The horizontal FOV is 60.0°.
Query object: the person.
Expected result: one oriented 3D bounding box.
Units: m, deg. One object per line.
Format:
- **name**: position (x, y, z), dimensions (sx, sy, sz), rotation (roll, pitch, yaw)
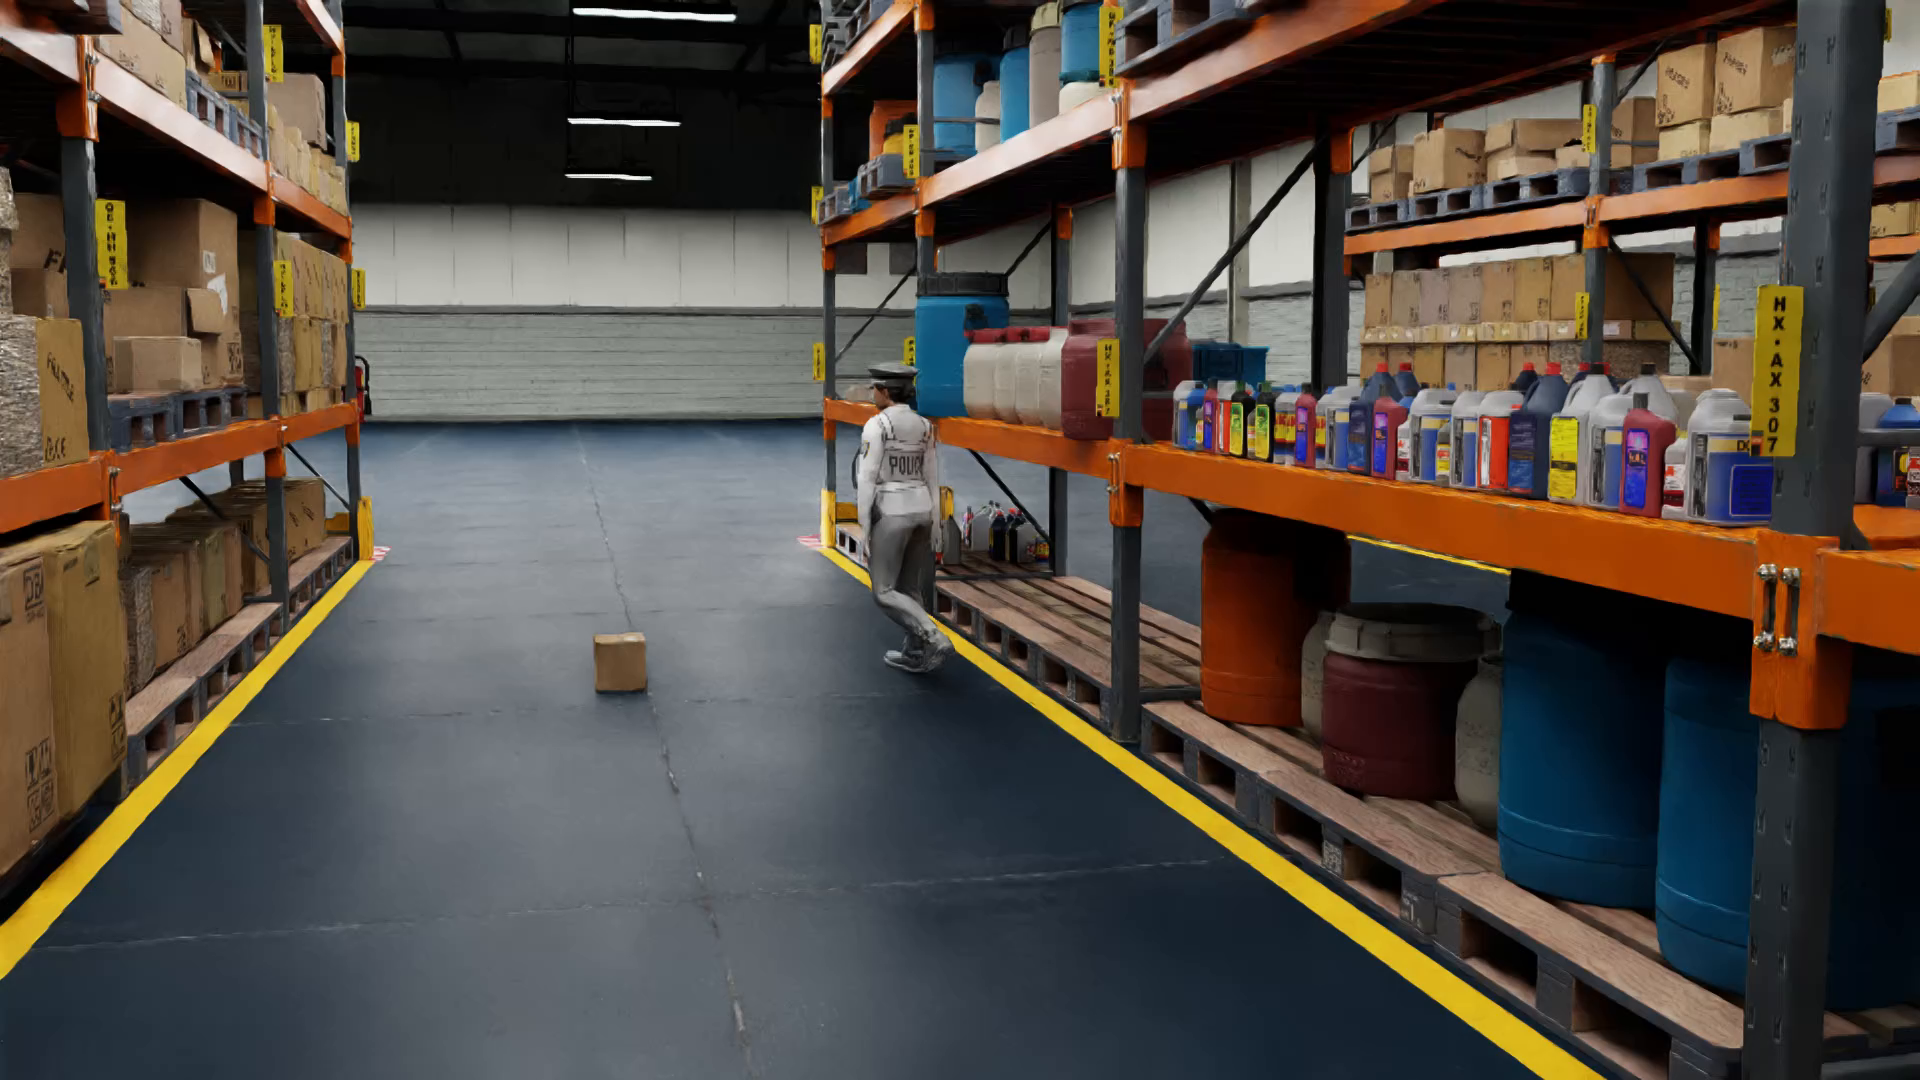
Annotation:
- **person**: position (-0.232, -0.091, 8.533), dimensions (0.684, 1.637, 0.596), rotation (4, 7, 31)
